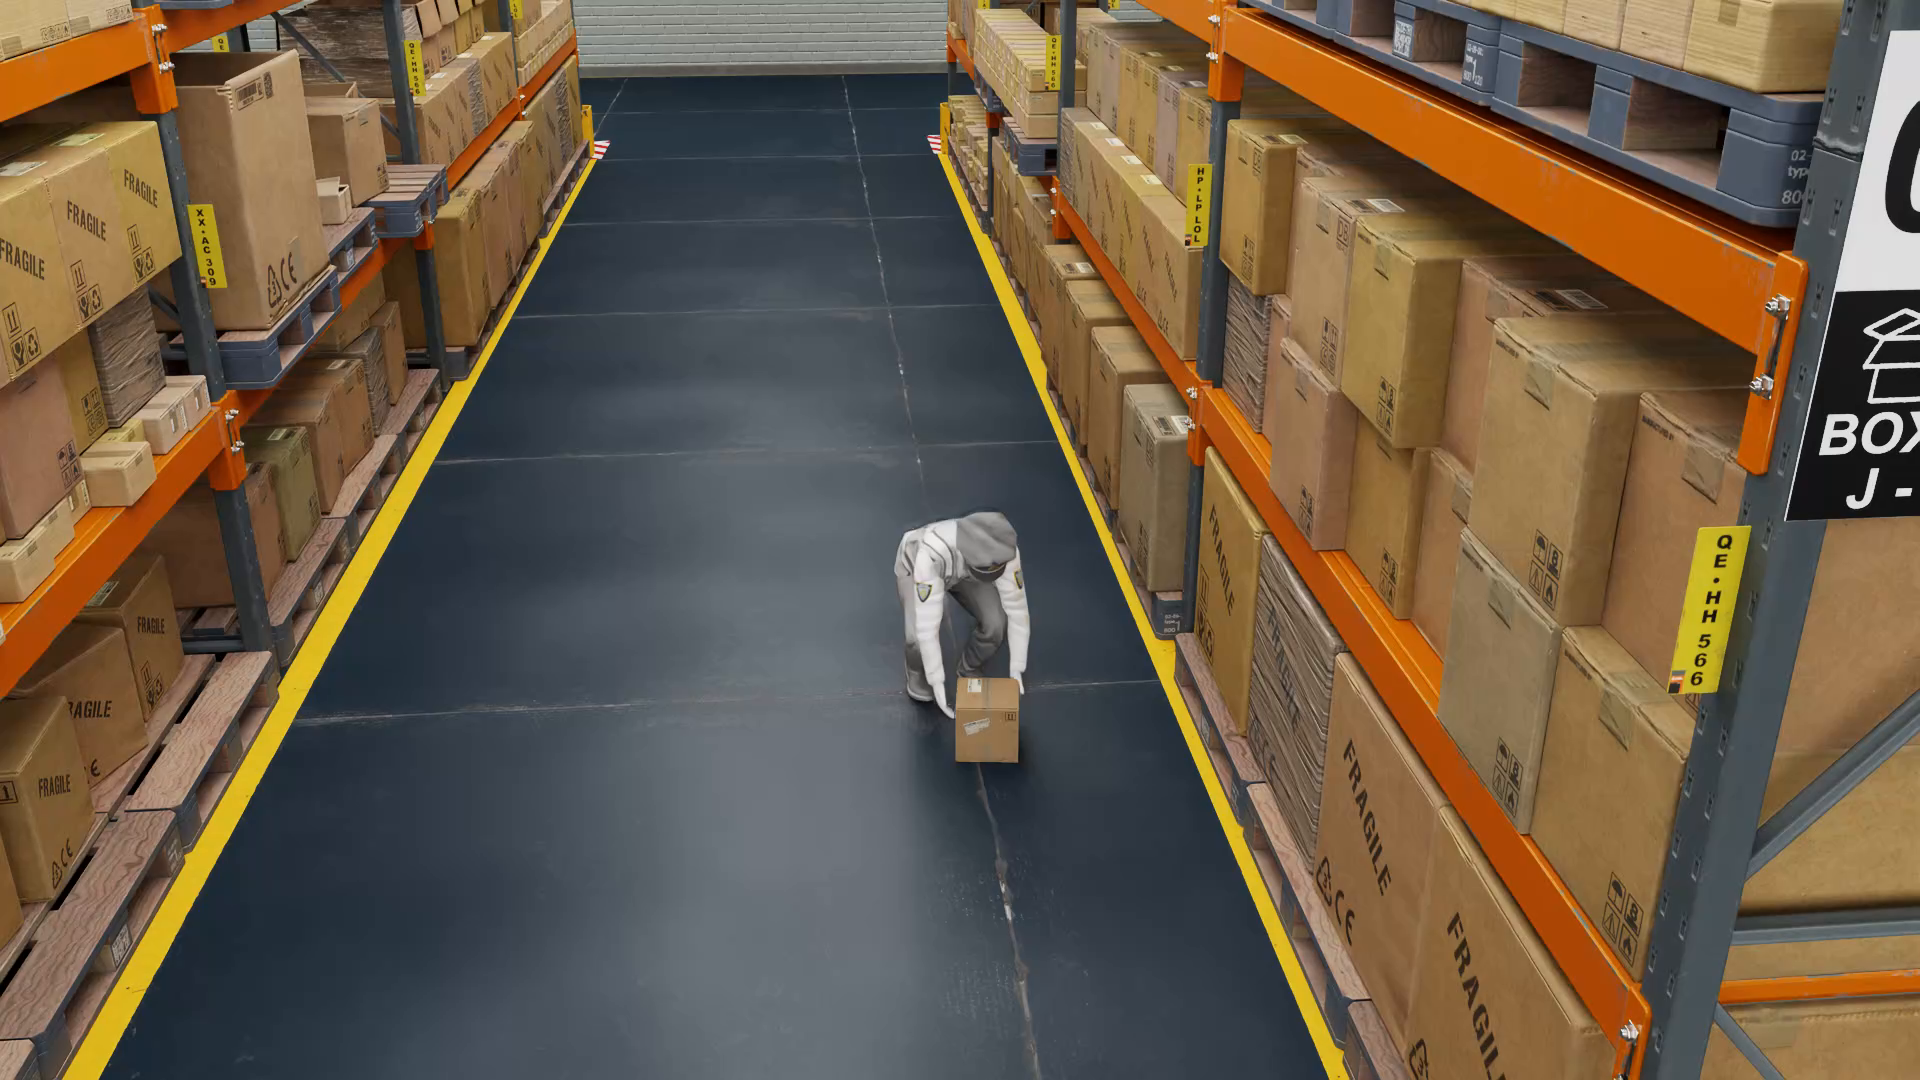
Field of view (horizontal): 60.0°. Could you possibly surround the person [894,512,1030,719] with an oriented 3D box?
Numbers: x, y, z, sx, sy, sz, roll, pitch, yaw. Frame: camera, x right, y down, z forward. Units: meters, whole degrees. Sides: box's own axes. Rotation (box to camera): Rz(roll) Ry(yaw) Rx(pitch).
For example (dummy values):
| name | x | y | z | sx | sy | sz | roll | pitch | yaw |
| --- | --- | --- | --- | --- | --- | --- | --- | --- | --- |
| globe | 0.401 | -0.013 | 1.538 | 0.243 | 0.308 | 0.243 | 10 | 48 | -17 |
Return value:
| name | x | y | z | sx | sy | sz | roll | pitch | yaw |
| --- | --- | --- | --- | --- | --- | --- | --- | --- | --- |
| person | 0.004 | 0.242 | 6.931 | 0.499 | 0.961 | 0.849 | -5 | 24 | -12 |
